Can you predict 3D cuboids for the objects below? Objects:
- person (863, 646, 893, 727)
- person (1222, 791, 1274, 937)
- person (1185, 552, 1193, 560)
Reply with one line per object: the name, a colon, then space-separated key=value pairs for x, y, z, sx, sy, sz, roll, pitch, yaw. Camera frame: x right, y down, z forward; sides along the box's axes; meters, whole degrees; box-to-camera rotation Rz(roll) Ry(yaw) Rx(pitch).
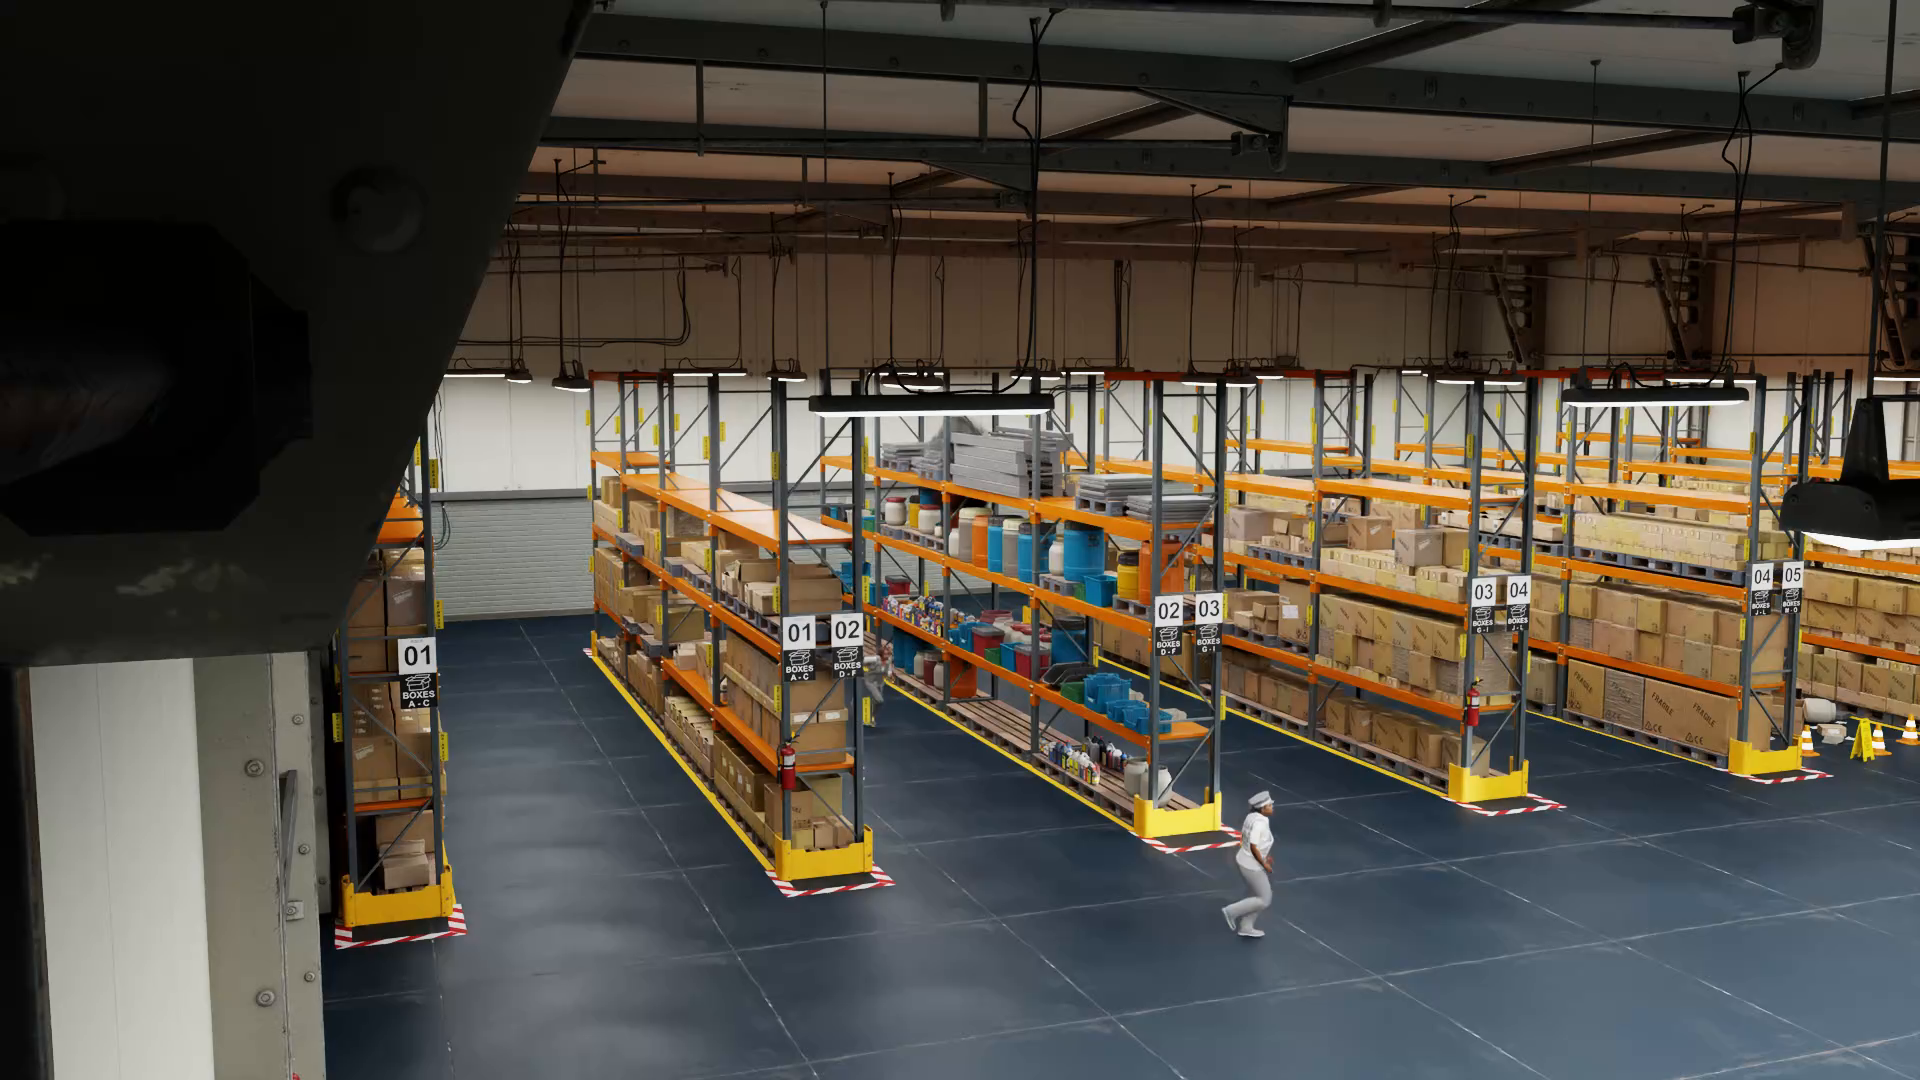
person: x=-1.446 y=2.473 z=28.059 sx=0.578 sy=1.441 sz=0.861 roll=-5 pitch=8 yaw=-36
person: x=3.148 y=3.521 z=18.058 sx=0.603 sy=1.623 sz=0.572 roll=0 pitch=6 yaw=-1
person: x=5.358 y=1.111 z=39.192 sx=0.690 sy=1.737 sz=0.851 roll=-1 pitch=6 yaw=-8
